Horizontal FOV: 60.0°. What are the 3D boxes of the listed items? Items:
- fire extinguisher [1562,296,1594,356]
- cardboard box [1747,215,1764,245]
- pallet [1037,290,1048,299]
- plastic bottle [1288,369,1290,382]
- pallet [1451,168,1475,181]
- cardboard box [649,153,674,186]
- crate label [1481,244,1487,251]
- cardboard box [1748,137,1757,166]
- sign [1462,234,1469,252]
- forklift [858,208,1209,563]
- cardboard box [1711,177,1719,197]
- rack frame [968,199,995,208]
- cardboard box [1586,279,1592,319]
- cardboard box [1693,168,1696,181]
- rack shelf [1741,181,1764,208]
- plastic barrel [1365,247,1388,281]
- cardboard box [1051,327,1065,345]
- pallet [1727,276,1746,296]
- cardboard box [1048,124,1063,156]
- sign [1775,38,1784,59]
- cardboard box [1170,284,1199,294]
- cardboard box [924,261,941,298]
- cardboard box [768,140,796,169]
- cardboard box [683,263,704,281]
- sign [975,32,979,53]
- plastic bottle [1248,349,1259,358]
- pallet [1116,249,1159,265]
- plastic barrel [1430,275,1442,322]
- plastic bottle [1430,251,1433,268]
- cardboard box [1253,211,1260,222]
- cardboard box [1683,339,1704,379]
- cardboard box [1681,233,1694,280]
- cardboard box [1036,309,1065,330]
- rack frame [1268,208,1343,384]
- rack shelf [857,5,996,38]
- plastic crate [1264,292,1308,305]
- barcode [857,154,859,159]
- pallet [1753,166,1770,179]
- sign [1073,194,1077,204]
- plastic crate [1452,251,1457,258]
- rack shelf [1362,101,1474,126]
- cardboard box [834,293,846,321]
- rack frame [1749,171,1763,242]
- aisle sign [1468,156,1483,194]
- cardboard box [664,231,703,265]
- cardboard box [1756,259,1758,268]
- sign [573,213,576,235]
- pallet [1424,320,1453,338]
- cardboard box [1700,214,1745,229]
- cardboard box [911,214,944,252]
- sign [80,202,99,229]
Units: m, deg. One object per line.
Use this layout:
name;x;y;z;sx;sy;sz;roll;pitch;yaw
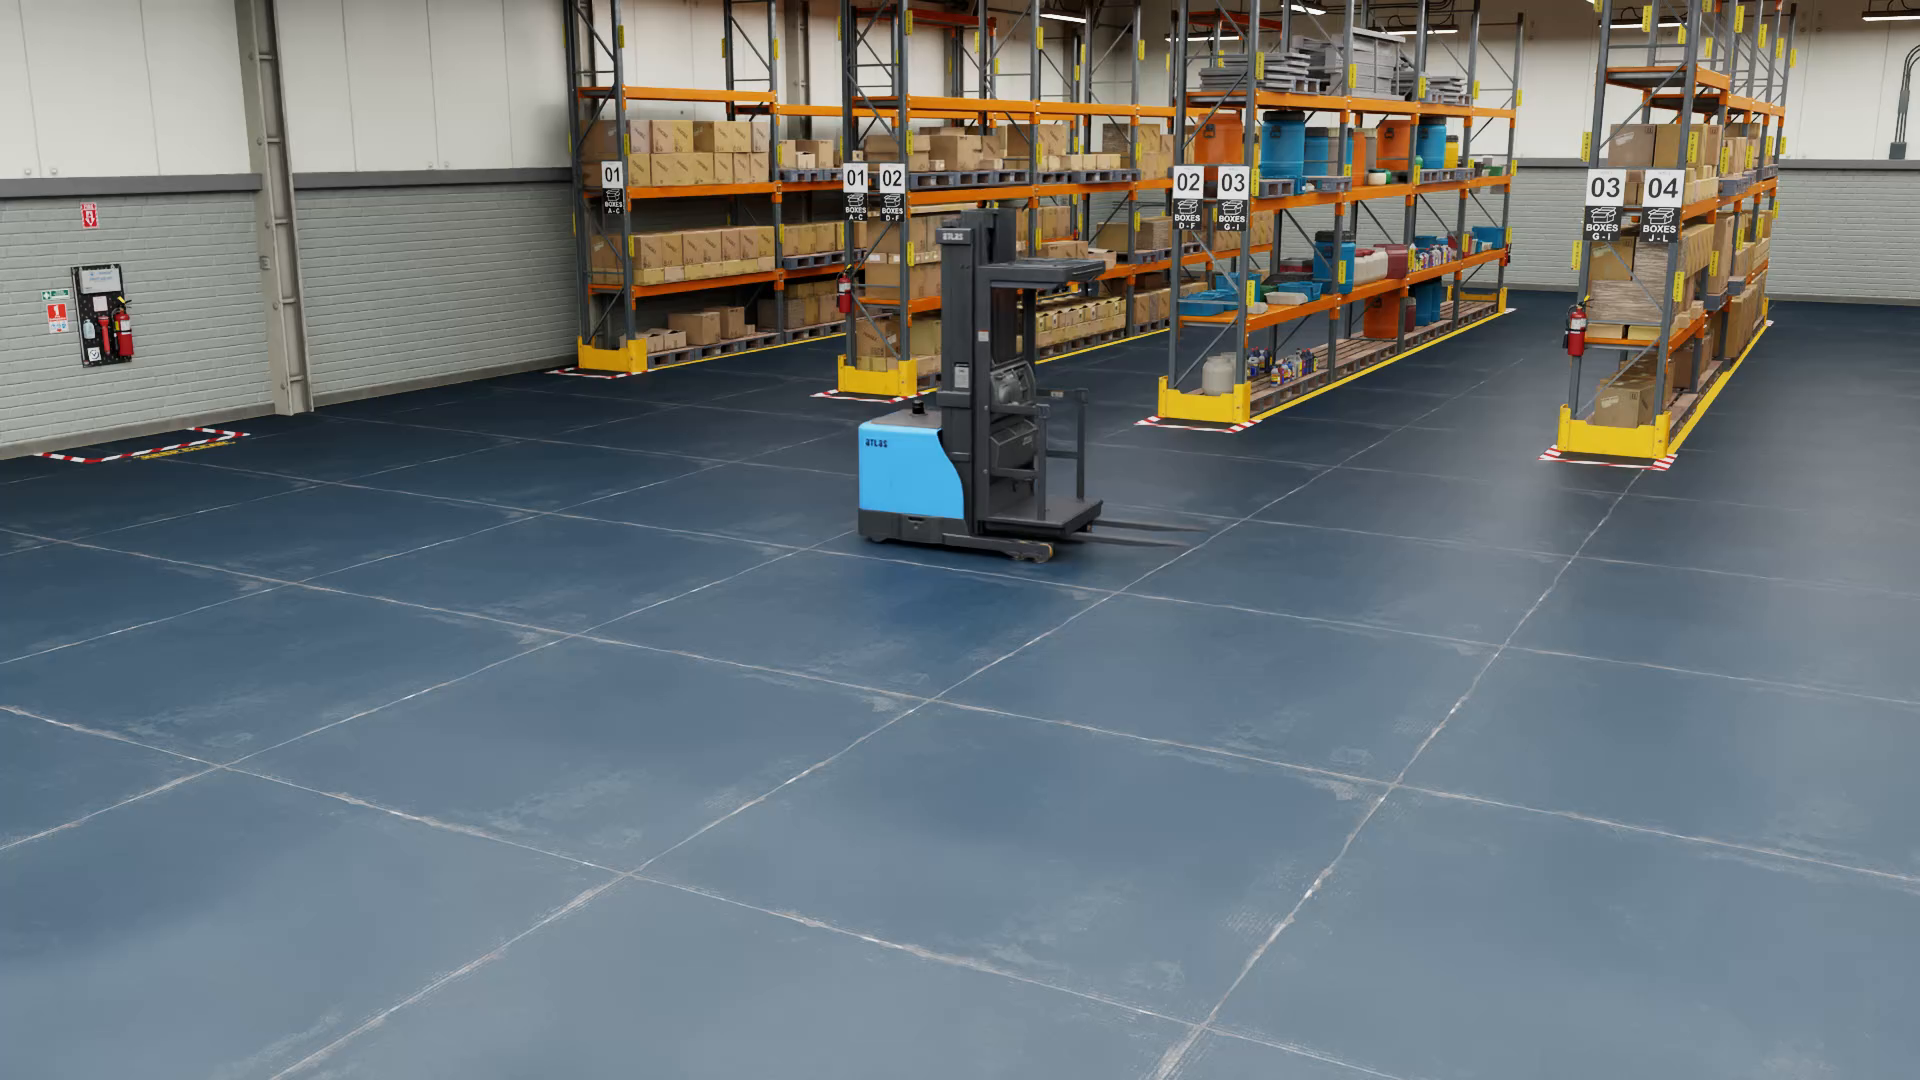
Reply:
fire extinguisher;7.041;-2.447;18.950;0.296;0.674;0.183;7;15;28
cardboard box;14.001;-5.524;29.632;0.500;0.500;0.500;7;15;28
pallet;1.317;-5.645;37.997;1.003;0.211;1.213;7;15;28
plastic bottle;4.575;-2.319;23.284;0.097;0.201;0.097;0;14;0
pallet;8.671;-6.674;30.319;1.213;0.211;1.003;7;15;28
cardboard box;-4.838;-5.803;26.047;0.500;0.500;0.500;9;16;32
crate label;10.397;-5.895;33.522;0.396;0.136;0.243;7;15;28
cardboard box;13.626;-6.845;29.304;0.700;0.500;0.500;6;15;25
sign;9.445;-5.551;31.069;0.100;0.325;0.005;7;15;28
forklift;0.647;-1.373;14.474;3.031;2.935;1.130;6;15;23
cardboard box;9.441;-4.539;21.381;0.500;0.250;0.500;8;16;30
rack frame;0.292;-6.602;36.017;1.000;3.000;0.127;7;15;28
cardboard box;7.926;-2.875;19.712;0.875;0.500;0.500;7;15;28
cardboard box;8.374;-4.271;19.418;0.380;0.149;0.250;7;15;28
rack shelf;12.334;-5.616;27.065;1.077;0.370;4.000;7;15;28
plastic barrel;6.721;-4.478;26.969;0.421;0.512;0.421;0;14;0
cardboard box;1.423;-3.427;27.819;0.500;0.250;0.500;8;16;29
pallet;11.115;-3.846;24.996;1.213;0.211;1.003;7;15;28
cardboard box;1.351;-6.596;27.415;0.500;0.500;0.500;9;16;33
sign;13.781;-8.268;27.967;0.100;0.325;0.005;7;15;28
cardboard box;4.396;-4.806;32.963;0.500;0.500;0.500;7;15;28
cardboard box;-0.684;-3.831;24.309;0.700;0.500;0.500;8;16;29
cardboard box;-3.241;-6.775;29.225;0.500;0.500;0.500;10;17;36
cardboard box;-4.505;-4.353;26.966;0.500;0.250;0.500;7;15;27
sign;0.282;-7.868;26.308;0.100;0.325;0.005;7;15;28
plastic bottle;4.253;-2.607;24.160;0.144;0.351;0.185;7;15;26
pallet;2.963;-5.274;30.921;1.213;0.211;1.003;7;15;28
plastic barrel;8.687;-4.554;31.103;0.600;0.901;0.708;7;15;28
plastic bottle;8.388;-4.999;29.618;0.061;0.283;0.133;7;15;28
cardboard box;6.100;-7.064;35.586;0.500;0.500;0.500;8;16;30
cardboard box;10.266;-2.610;23.853;0.700;0.500;0.500;6;15;23
cardboard box;8.252;-3.319;19.420;0.500;0.500;0.500;7;15;28
cardboard box;1.427;-3.699;27.750;0.500;0.311;0.500;7;15;27
rack frame;5.097;-3.838;24.554;1.000;3.000;0.127;7;15;28
rack shelf;-0.675;-10.374;33.307;1.077;0.370;4.000;7;15;28
plastic crate;4.534;-3.348;23.084;0.530;0.136;0.437;7;15;28
barcode;-1.447;-5.436;23.544;0.001;0.075;0.075;7;15;28
pallet;13.705;-6.500;29.384;1.003;0.211;1.213;7;15;28
sign;2.694;-8.036;38.991;0.100;0.325;0.005;7;15;28
plastic crate;9.315;-5.460;31.714;0.396;0.136;0.243;7;15;28
rack shelf;7.998;-7.441;29.088;1.077;0.370;4.000;7;15;28
cardboard box;-2.510;-4.429;31.398;0.700;0.500;0.500;7;15;28
rack frame;13.300;-4.918;29.034;1.000;3.000;0.127;7;15;28
aisle sign;10.673;-7.612;34.662;0.394;0.787;0.004;7;15;28
cardboard box;-4.512;-4.711;26.850;0.500;0.500;0.500;7;15;26
cardboard box;13.988;-4.927;29.607;0.380;0.149;0.250;8;16;30
sign;-5.985;-4.923;25.911;0.100;0.325;0.005;7;15;28
pallet;8.555;-3.970;31.051;1.003;0.211;1.213;7;15;28
cardboard box;12.657;-5.183;27.779;0.797;0.503;0.637;8;15;29
cardboard box;-0.659;-4.472;24.203;0.700;0.500;0.500;7;15;27
sign;-10.147;-3.784;19.385;0.001;0.298;0.199;7;15;28
